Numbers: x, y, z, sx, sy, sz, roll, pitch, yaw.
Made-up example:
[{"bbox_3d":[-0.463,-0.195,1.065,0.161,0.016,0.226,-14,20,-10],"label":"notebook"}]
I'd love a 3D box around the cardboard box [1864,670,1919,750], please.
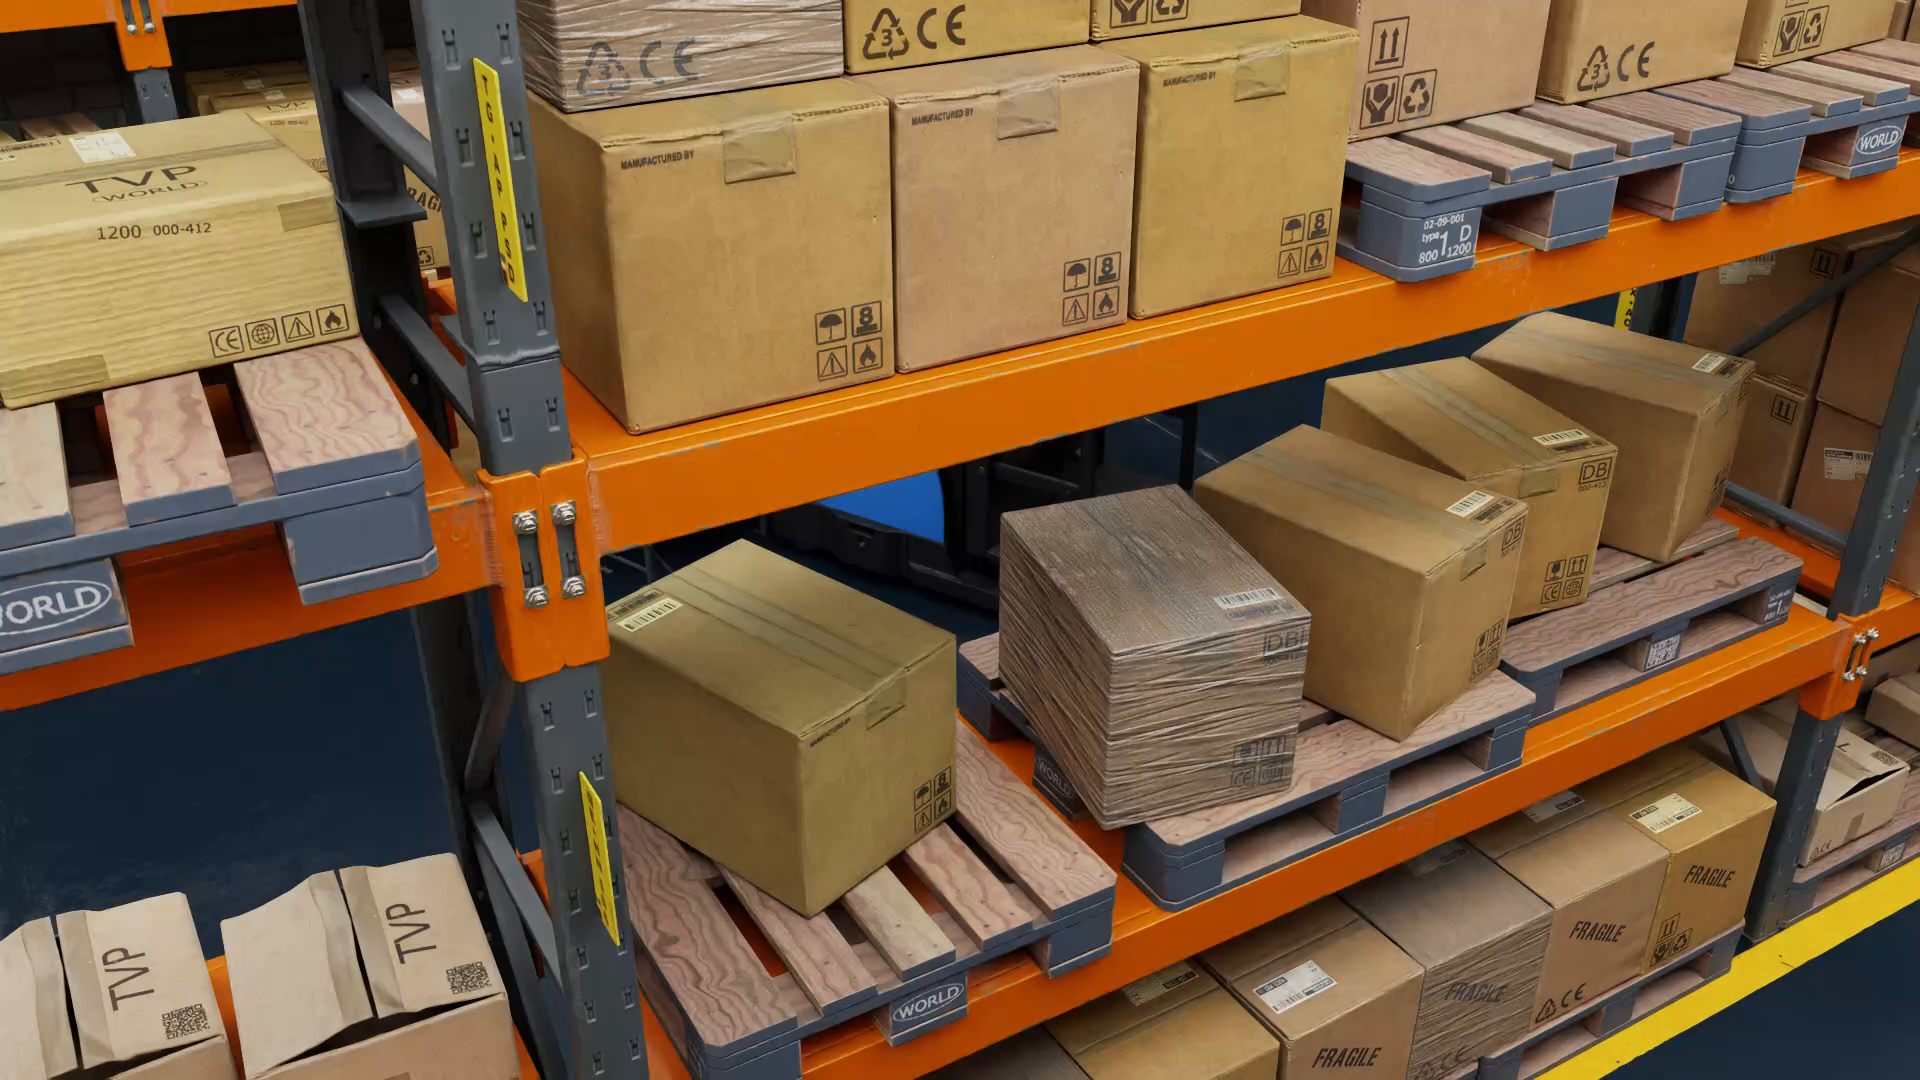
[{"bbox_3d":[3.743,0.680,6.390,0.250,0.166,0.380,-16,33,-26],"label":"cardboard box"}]

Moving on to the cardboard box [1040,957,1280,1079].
[{"bbox_3d":[0.503,1.498,4.563,0.500,0.500,0.500,-16,33,-27],"label":"cardboard box"}]

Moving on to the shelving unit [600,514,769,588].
[{"bbox_3d":[-1.359,-0.609,7.784,0.431,1.500,0.755,20,34,35],"label":"shelving unit"}]

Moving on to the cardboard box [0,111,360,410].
[{"bbox_3d":[-1.281,-0.457,2.590,0.500,0.250,0.500,-19,34,-30],"label":"cardboard box"}]

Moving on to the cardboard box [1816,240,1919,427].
[{"bbox_3d":[3.079,-0.619,5.129,0.500,0.500,0.500,-15,32,-25],"label":"cardboard box"}]

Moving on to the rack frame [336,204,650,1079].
[{"bbox_3d":[-0.918,0.840,3.624,0.127,3.000,1.000,-16,33,-26],"label":"rack frame"}]

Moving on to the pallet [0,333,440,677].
[{"bbox_3d":[-1.458,-0.187,2.576,1.003,0.211,1.213,-14,32,-24],"label":"pallet"}]

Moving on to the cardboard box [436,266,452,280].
[{"bbox_3d":[-2.382,-1.306,7.752,0.250,0.149,0.380,-16,33,-27],"label":"cardboard box"}]

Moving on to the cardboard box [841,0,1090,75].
[{"bbox_3d":[-0.099,-1.184,3.048,0.500,0.500,0.500,-16,33,-26],"label":"cardboard box"}]

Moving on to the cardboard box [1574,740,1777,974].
[{"bbox_3d":[2.250,1.003,5.460,0.500,0.500,0.500,-16,33,-27],"label":"cardboard box"}]

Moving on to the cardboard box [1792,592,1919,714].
[{"bbox_3d":[3.525,0.404,6.741,0.500,0.311,0.500,-16,33,-26],"label":"cardboard box"}]

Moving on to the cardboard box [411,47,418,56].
[{"bbox_3d":[-2.279,-2.202,7.928,0.500,0.250,0.500,-17,33,-28],"label":"cardboard box"}]

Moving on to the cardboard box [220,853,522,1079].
[{"bbox_3d":[-1.254,0.950,3.517,0.500,0.311,0.500,-14,32,-23],"label":"cardboard box"}]

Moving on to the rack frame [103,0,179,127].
[{"bbox_3d":[-3.431,-1.223,7.361,0.127,3.000,1.000,-16,33,-26],"label":"rack frame"}]

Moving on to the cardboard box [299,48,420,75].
[{"bbox_3d":[-2.723,-2.078,7.703,0.500,0.250,0.500,-17,33,-28],"label":"cardboard box"}]

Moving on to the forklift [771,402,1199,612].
[{"bbox_3d":[0.585,-1.083,7.179,3.031,2.935,1.130,17,33,29],"label":"forklift"}]

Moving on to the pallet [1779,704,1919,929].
[{"bbox_3d":[3.123,0.914,6.376,1.213,0.211,1.003,-16,33,-26],"label":"pallet"}]

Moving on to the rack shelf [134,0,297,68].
[{"bbox_3d":[-1.707,-2.711,7.697,4.000,0.370,1.077,-16,33,-26],"label":"rack shelf"}]

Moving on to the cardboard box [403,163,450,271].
[{"bbox_3d":[-2.426,-1.542,7.508,0.500,0.500,0.500,-15,32,-25],"label":"cardboard box"}]

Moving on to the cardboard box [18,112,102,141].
[{"bbox_3d":[-3.713,-1.646,6.898,0.250,0.149,0.380,-21,35,-33],"label":"cardboard box"}]

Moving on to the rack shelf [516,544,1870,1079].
[{"bbox_3d":[0.806,0.665,4.685,4.000,0.370,1.077,-16,33,-26],"label":"rack shelf"}]

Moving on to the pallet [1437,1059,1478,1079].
[{"bbox_3d":[0.795,1.597,5.138,1.213,0.211,1.003,-16,33,-26],"label":"pallet"}]

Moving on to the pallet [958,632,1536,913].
[{"bbox_3d":[0.756,0.446,4.536,1.213,0.211,1.003,-16,33,-26],"label":"pallet"}]

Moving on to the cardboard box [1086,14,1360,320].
[{"bbox_3d":[0.329,-0.890,3.551,0.500,0.500,0.910,-16,33,-26],"label":"cardboard box"}]

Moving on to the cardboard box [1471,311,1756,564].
[{"bbox_3d":[2.009,-0.344,5.231,0.700,0.500,0.500,22,36,34],"label":"cardboard box"}]

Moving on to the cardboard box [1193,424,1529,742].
[{"bbox_3d":[1.039,0.091,4.442,0.700,0.500,0.500,26,38,38],"label":"cardboard box"}]

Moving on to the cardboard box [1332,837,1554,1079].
[{"bbox_3d":[1.387,1.243,5.025,0.500,0.500,0.500,-15,32,-26],"label":"cardboard box"}]

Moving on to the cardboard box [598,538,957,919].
[{"bbox_3d":[-0.432,0.411,3.862,0.700,0.500,0.500,22,36,34],"label":"cardboard box"}]

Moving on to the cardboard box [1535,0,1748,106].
[{"bbox_3d":[1.494,-1.458,4.042,0.600,0.600,0.600,-16,33,-27],"label":"cardboard box"}]

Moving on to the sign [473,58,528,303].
[{"bbox_3d":[-0.644,-0.501,2.332,0.005,0.325,0.100,-16,33,-26],"label":"sign"}]

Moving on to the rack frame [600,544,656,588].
[{"bbox_3d":[-1.591,-0.475,7.535,0.400,1.500,0.023,20,34,35],"label":"rack frame"}]

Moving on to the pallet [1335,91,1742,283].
[{"bbox_3d":[1.040,-0.985,4.020,1.003,0.211,1.213,-16,33,-26],"label":"pallet"}]

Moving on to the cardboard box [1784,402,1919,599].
[{"bbox_3d":[3.108,-0.194,5.394,0.500,0.500,0.500,-15,32,-25],"label":"cardboard box"}]

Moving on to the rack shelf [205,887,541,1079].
[{"bbox_3d":[-2.643,1.644,2.910,4.000,0.370,1.077,-16,33,-26],"label":"rack shelf"}]

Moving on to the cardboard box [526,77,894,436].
[{"bbox_3d":[-0.559,-0.638,3.094,0.500,0.500,0.910,-16,33,-26],"label":"cardboard box"}]

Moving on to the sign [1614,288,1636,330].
[{"bbox_3d":[2.249,-0.742,5.595,0.005,0.325,0.100,-16,33,-26],"label":"sign"}]

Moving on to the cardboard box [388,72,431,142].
[{"bbox_3d":[-2.446,-1.870,7.325,0.500,0.250,0.500,-16,33,-27],"label":"cardboard box"}]

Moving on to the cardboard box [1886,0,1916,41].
[{"bbox_3d":[2.815,-1.617,5.126,0.500,0.250,0.500,-16,33,-26],"label":"cardboard box"}]
